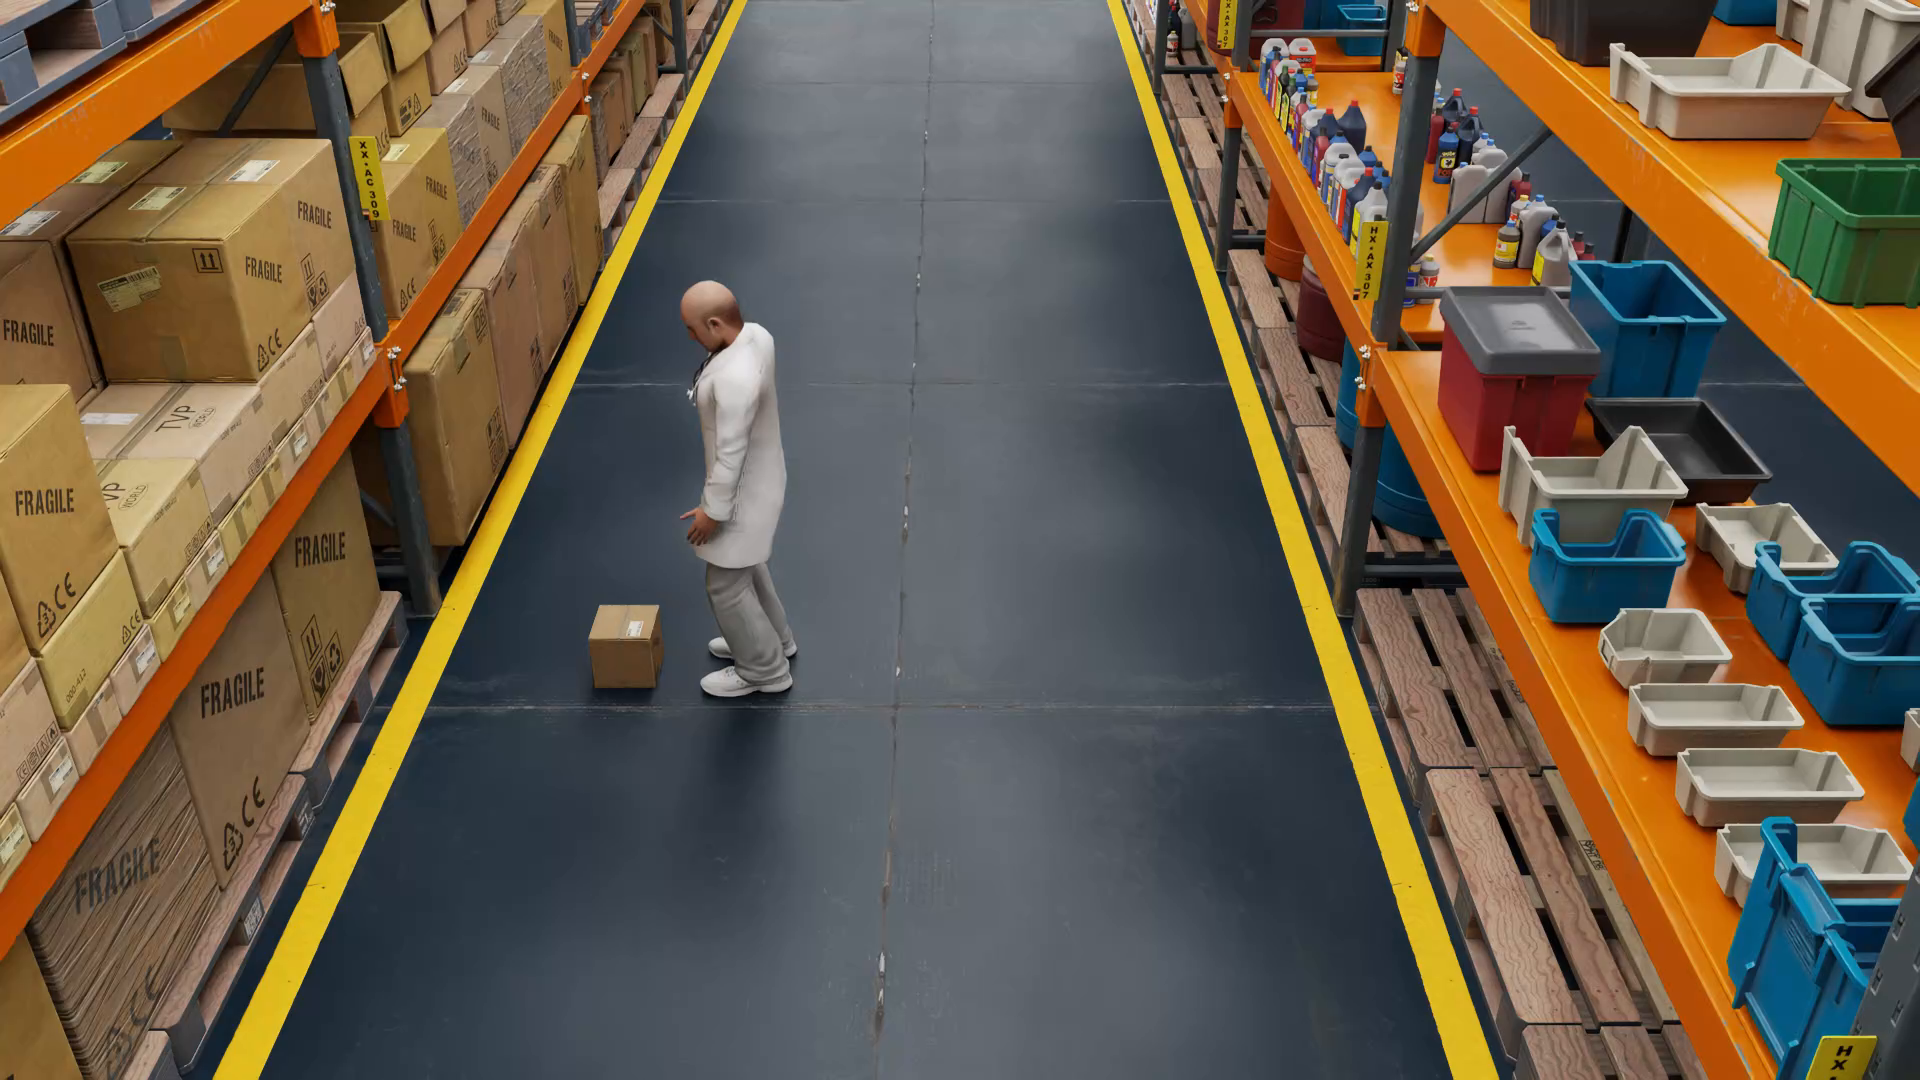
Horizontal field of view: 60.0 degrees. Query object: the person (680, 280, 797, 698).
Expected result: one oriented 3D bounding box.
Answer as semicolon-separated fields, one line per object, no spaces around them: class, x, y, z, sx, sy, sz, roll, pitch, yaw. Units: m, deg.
person;-0.878;-0.183;6.488;0.389;1.753;0.575;1;31;1
